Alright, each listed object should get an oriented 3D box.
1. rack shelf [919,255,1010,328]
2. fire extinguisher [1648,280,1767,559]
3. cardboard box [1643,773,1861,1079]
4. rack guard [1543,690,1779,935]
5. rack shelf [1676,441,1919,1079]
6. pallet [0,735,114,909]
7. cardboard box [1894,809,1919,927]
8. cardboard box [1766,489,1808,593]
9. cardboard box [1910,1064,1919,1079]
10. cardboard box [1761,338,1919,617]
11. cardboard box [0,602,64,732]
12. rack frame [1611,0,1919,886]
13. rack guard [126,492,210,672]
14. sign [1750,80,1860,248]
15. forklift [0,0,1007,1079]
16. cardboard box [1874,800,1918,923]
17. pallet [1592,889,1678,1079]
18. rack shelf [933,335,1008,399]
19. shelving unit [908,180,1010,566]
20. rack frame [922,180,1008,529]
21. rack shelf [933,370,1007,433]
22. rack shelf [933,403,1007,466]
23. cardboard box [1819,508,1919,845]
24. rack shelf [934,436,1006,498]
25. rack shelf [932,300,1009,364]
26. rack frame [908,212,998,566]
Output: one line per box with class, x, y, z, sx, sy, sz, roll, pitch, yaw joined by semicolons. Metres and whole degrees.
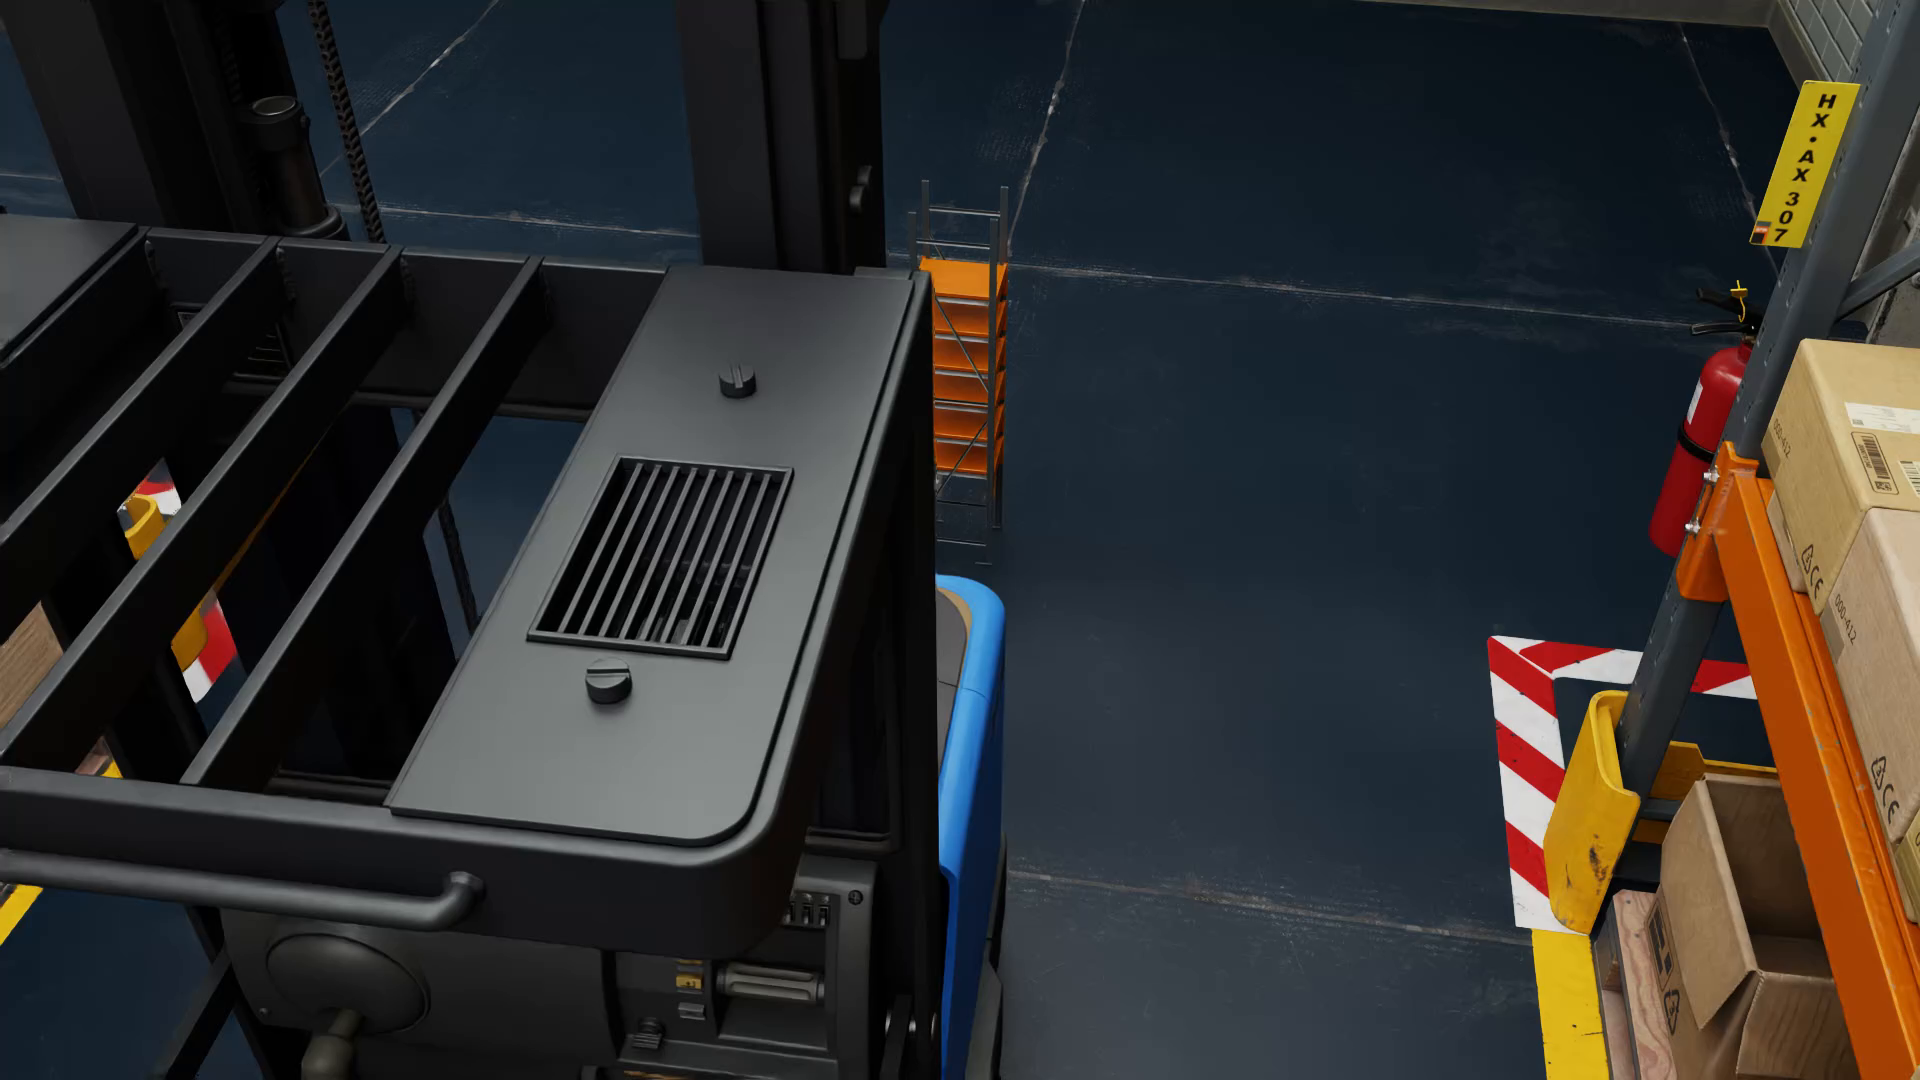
rack shelf;-0.002;-0.697;4.656;0.258;0.103;0.180;6;40;8
fire extinguisher;1.650;-0.259;3.562;0.296;0.674;0.183;6;40;8
cardboard box;1.881;0.885;3.456;0.797;0.503;0.637;5;40;6
rack guard;2.067;0.722;3.984;1.175;0.500;0.348;6;40;8
rack shelf;1.734;1.243;1.957;1.077;0.370;4.000;6;40;8
pallet;-2.871;0.751;4.176;1.003;0.211;1.213;6;40;8
cardboard box;1.564;0.544;2.122;0.500;0.250;0.500;6;40;7
cardboard box;1.753;-0.016;3.113;0.380;0.149;0.250;6;40;7
cardboard box;1.481;0.787;2.141;0.380;0.149;0.250;5;40;6
cardboard box;1.736;-0.091;2.890;0.500;0.250;0.500;7;40;8
cardboard box;-2.825;0.417;4.073;0.875;0.438;0.875;5;40;6
rack frame;2.080;-0.289;3.246;1.000;3.000;0.127;6;40;8
rack guard;-2.805;0.114;4.719;1.175;0.500;0.348;6;40;8
sign;1.545;-0.682;3.042;0.100;0.325;0.005;6;40;8
forklift;-0.606;0.667;2.144;1.130;2.935;3.031;5;40;6
cardboard box;1.639;0.469;2.526;0.380;0.149;0.250;8;40;9
pallet;1.930;1.334;3.471;1.003;0.211;1.213;6;40;8
rack shelf;-0.002;-0.512;4.809;0.258;0.103;0.180;6;40;8
shelving unit;-0.002;-0.453;4.857;0.258;1.200;0.189;6;40;8
rack frame;0.013;-0.511;4.926;0.240;1.200;0.006;6;40;8
rack shelf;-0.002;-0.419;4.885;0.258;0.103;0.180;6;40;8
rack shelf;-0.003;-0.327;4.961;0.258;0.103;0.180;6;40;8
cardboard box;1.649;0.226;2.507;0.500;0.250;0.500;7;40;8
rack shelf;-0.003;-0.234;5.038;0.258;0.103;0.180;6;40;8
rack shelf;-0.002;-0.604;4.732;0.258;0.103;0.180;6;40;8
rack frame;-0.018;-0.396;4.787;0.240;1.200;0.006;6;40;8
